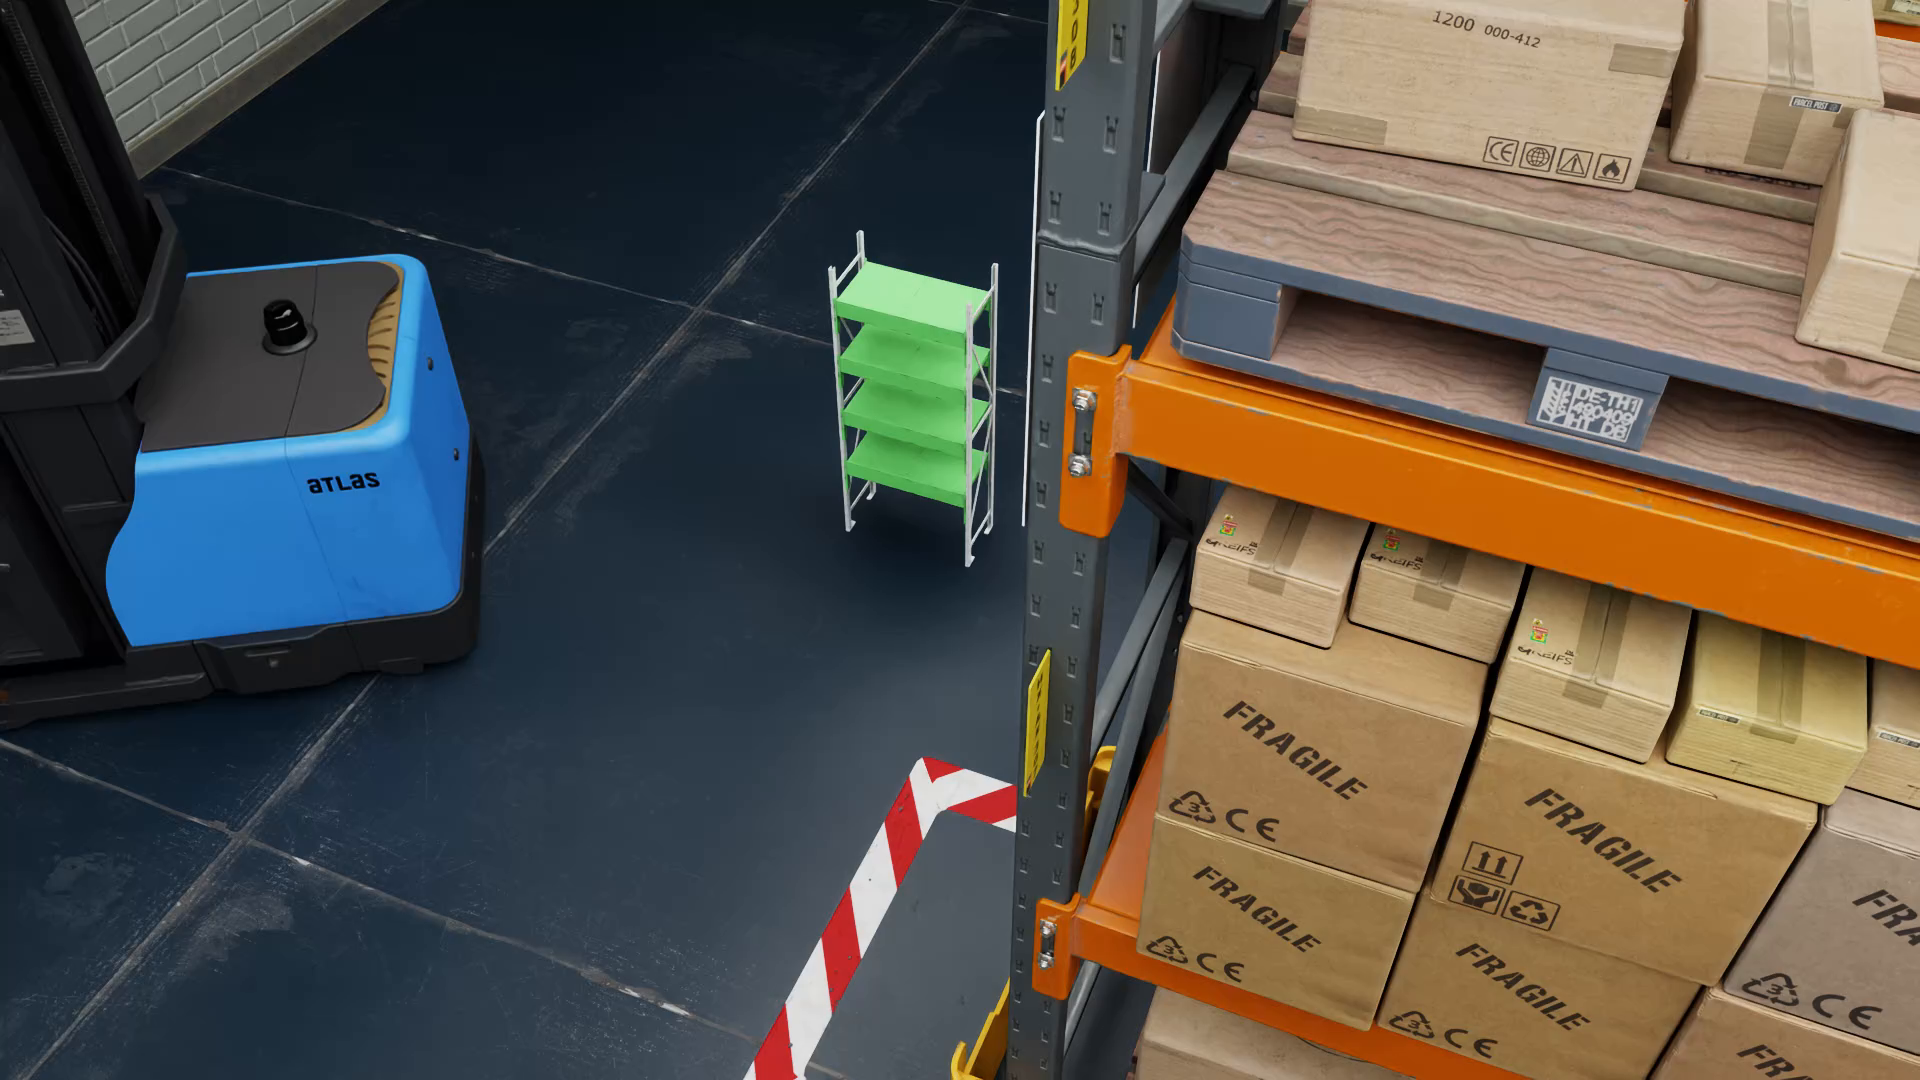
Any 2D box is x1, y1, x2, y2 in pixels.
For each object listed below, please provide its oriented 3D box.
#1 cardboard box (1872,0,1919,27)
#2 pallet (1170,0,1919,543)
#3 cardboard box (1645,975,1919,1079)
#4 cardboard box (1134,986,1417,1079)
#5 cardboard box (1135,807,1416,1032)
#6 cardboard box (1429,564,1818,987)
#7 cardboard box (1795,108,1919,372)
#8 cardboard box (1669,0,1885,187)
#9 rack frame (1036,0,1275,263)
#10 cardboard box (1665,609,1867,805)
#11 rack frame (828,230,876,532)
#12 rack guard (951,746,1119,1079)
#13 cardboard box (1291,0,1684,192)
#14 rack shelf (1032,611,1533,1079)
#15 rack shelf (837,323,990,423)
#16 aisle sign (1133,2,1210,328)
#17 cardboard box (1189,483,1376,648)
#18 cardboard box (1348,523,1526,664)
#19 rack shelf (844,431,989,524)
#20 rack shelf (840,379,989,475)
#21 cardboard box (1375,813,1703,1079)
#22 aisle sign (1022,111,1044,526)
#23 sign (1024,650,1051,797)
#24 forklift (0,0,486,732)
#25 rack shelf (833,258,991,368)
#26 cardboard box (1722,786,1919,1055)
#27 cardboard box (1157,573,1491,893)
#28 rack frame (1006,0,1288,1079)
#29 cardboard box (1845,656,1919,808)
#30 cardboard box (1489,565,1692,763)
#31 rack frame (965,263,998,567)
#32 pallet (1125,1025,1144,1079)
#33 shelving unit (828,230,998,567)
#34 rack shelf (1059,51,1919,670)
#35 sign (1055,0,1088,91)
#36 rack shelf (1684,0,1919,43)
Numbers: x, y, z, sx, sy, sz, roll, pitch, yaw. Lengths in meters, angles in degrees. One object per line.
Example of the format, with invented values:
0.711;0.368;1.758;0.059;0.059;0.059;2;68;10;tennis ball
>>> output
3.638;-2.172;6.485;0.250;0.149;0.380;15;47;15;cardboard box
1.051;-0.516;2.579;1.213;0.211;1.003;16;47;16;pallet
1.635;0.872;3.176;0.500;0.500;0.500;16;47;16;cardboard box
1.010;1.194;4.442;0.875;0.438;0.875;15;47;15;cardboard box
0.695;0.603;3.447;0.500;0.500;0.500;16;47;16;cardboard box
1.176;0.382;2.959;0.500;0.500;0.500;15;47;15;cardboard box
1.278;-0.393;2.201;0.250;0.149;0.380;18;48;17;cardboard box
1.230;-0.712;2.522;0.250;0.149;0.380;13;46;13;cardboard box
0.363;-1.806;1.685;0.127;3.000;1.000;16;47;16;rack frame
1.299;0.207;2.675;0.250;0.149;0.380;15;47;15;cardboard box
-0.378;-0.537;5.939;0.015;1.200;0.240;16;47;16;rack frame
0.341;1.200;4.689;0.348;0.500;1.175;16;47;16;rack guard
0.813;-0.810;2.548;0.500;0.250;0.500;12;46;12;cardboard box
2.209;1.119;3.509;4.000;0.370;1.077;16;47;16;rack shelf
-0.153;-0.595;5.748;0.480;0.148;0.258;16;47;16;rack shelf
0.416;-0.822;3.106;0.004;0.787;0.394;16;47;16;aisle sign
0.584;-0.022;2.906;0.250;0.149;0.380;17;47;17;cardboard box
0.853;0.002;2.881;0.250;0.149;0.380;17;47;17;cardboard box
-0.153;-0.255;6.086;0.480;0.148;0.258;16;47;16;rack shelf
-0.153;-0.425;5.917;0.480;0.148;0.258;16;47;16;rack shelf
1.173;0.722;3.327;0.500;0.500;0.500;16;47;15;cardboard box
0.185;-0.431;2.714;0.004;0.787;0.394;16;47;16;aisle sign
0.143;0.346;3.106;0.005;0.325;0.100;16;47;16;sign
-3.249;-0.770;4.946;3.031;2.935;1.130;-7;45;-7;forklift
-0.153;-0.765;5.578;0.480;0.148;0.258;16;47;16;rack shelf
1.654;0.517;2.824;0.500;0.500;0.500;16;47;16;cardboard box
0.696;0.247;3.096;0.500;0.500;0.500;15;47;15;cardboard box
0.363;0.321;3.801;0.127;3.000;1.000;16;47;16;rack frame
1.561;0.244;2.638;0.250;0.149;0.380;17;47;16;cardboard box
1.049;0.148;2.735;0.250;0.149;0.380;18;48;17;cardboard box
0.072;-0.404;5.805;0.015;1.200;0.240;16;47;16;rack frame
1.131;1.476;4.617;1.213;0.211;1.003;16;47;16;pallet
-0.153;-0.470;5.872;0.503;1.200;0.258;16;47;16;shelving unit
2.209;0.056;2.451;4.000;0.370;1.077;16;47;16;rack shelf
0.143;-0.721;2.045;0.005;0.325;0.100;16;47;16;sign
4.116;-2.113;6.757;4.000;0.370;1.077;16;47;16;rack shelf
